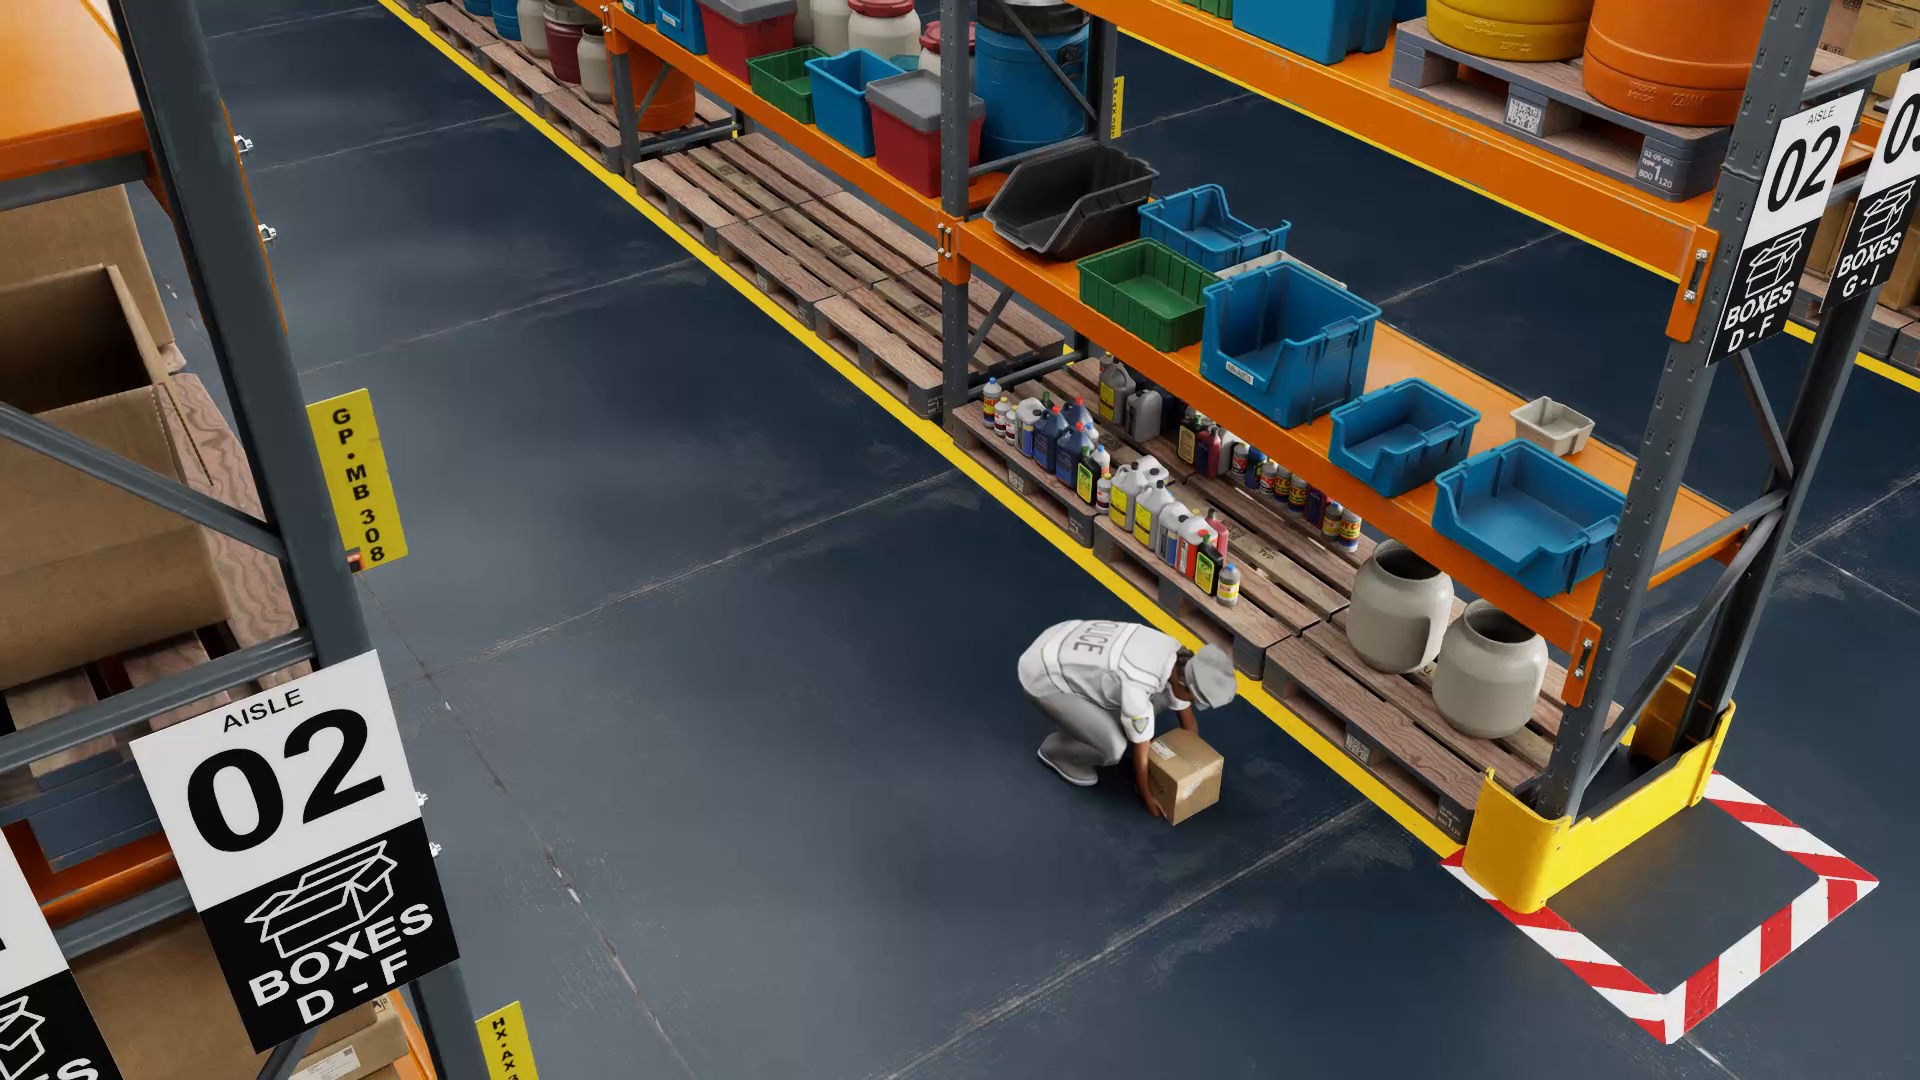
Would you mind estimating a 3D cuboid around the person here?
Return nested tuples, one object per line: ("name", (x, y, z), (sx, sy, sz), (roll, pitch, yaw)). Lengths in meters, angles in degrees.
("person", (0.676, 0.681, 6.864), (0.908, 0.812, 0.461), (23, 42, 28))
